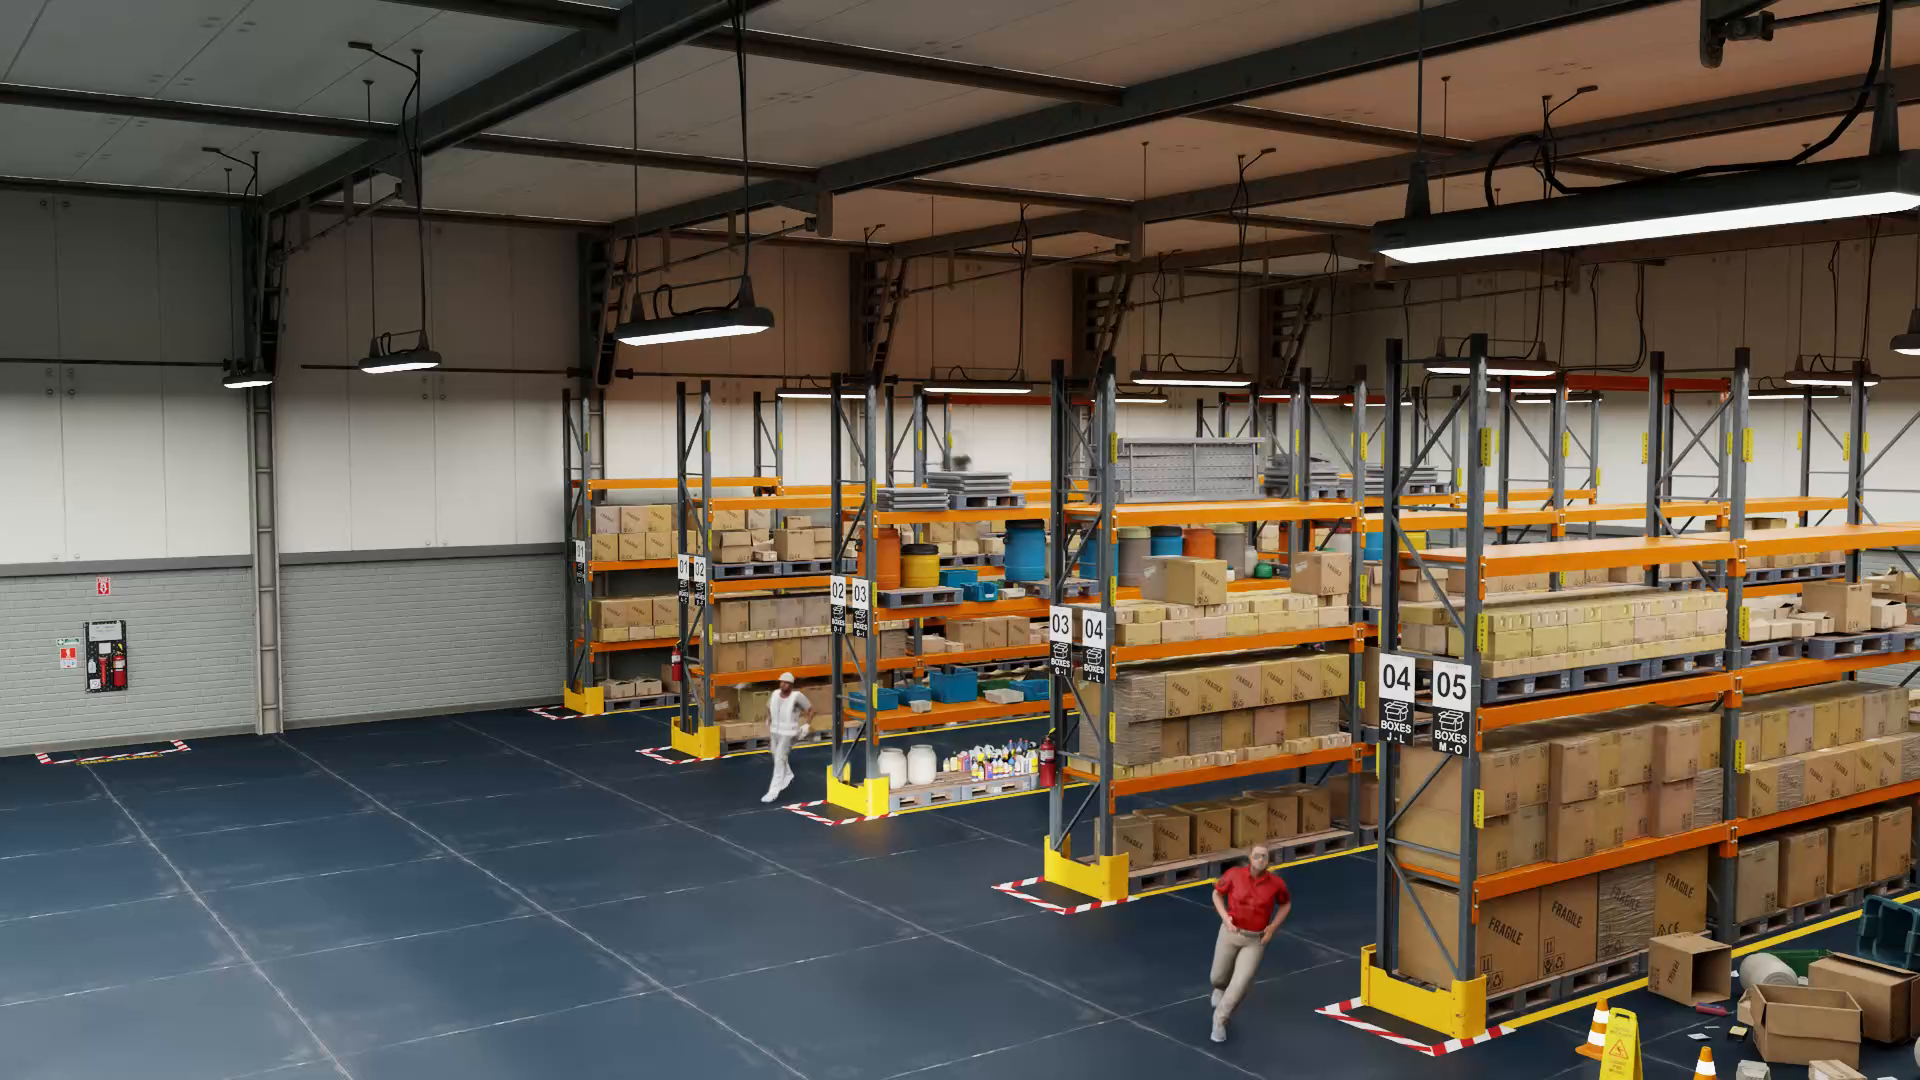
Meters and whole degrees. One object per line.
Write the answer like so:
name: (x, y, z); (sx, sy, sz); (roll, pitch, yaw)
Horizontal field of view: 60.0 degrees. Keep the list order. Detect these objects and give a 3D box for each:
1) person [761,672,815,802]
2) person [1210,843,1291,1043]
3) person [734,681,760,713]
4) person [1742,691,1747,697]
person: (-2.460, 2.750, 23.545); (0.737, 1.784, 0.909); (2, 4, 29)
person: (2.504, 3.421, 14.374); (0.697, 1.662, 0.816); (1, 4, 13)
person: (-3.655, 2.402, 29.115); (0.774, 1.846, 0.643); (-4, 5, -45)
person: (10.744, 2.866, 23.065); (0.552, 1.658, 0.621); (-3, 5, -43)
